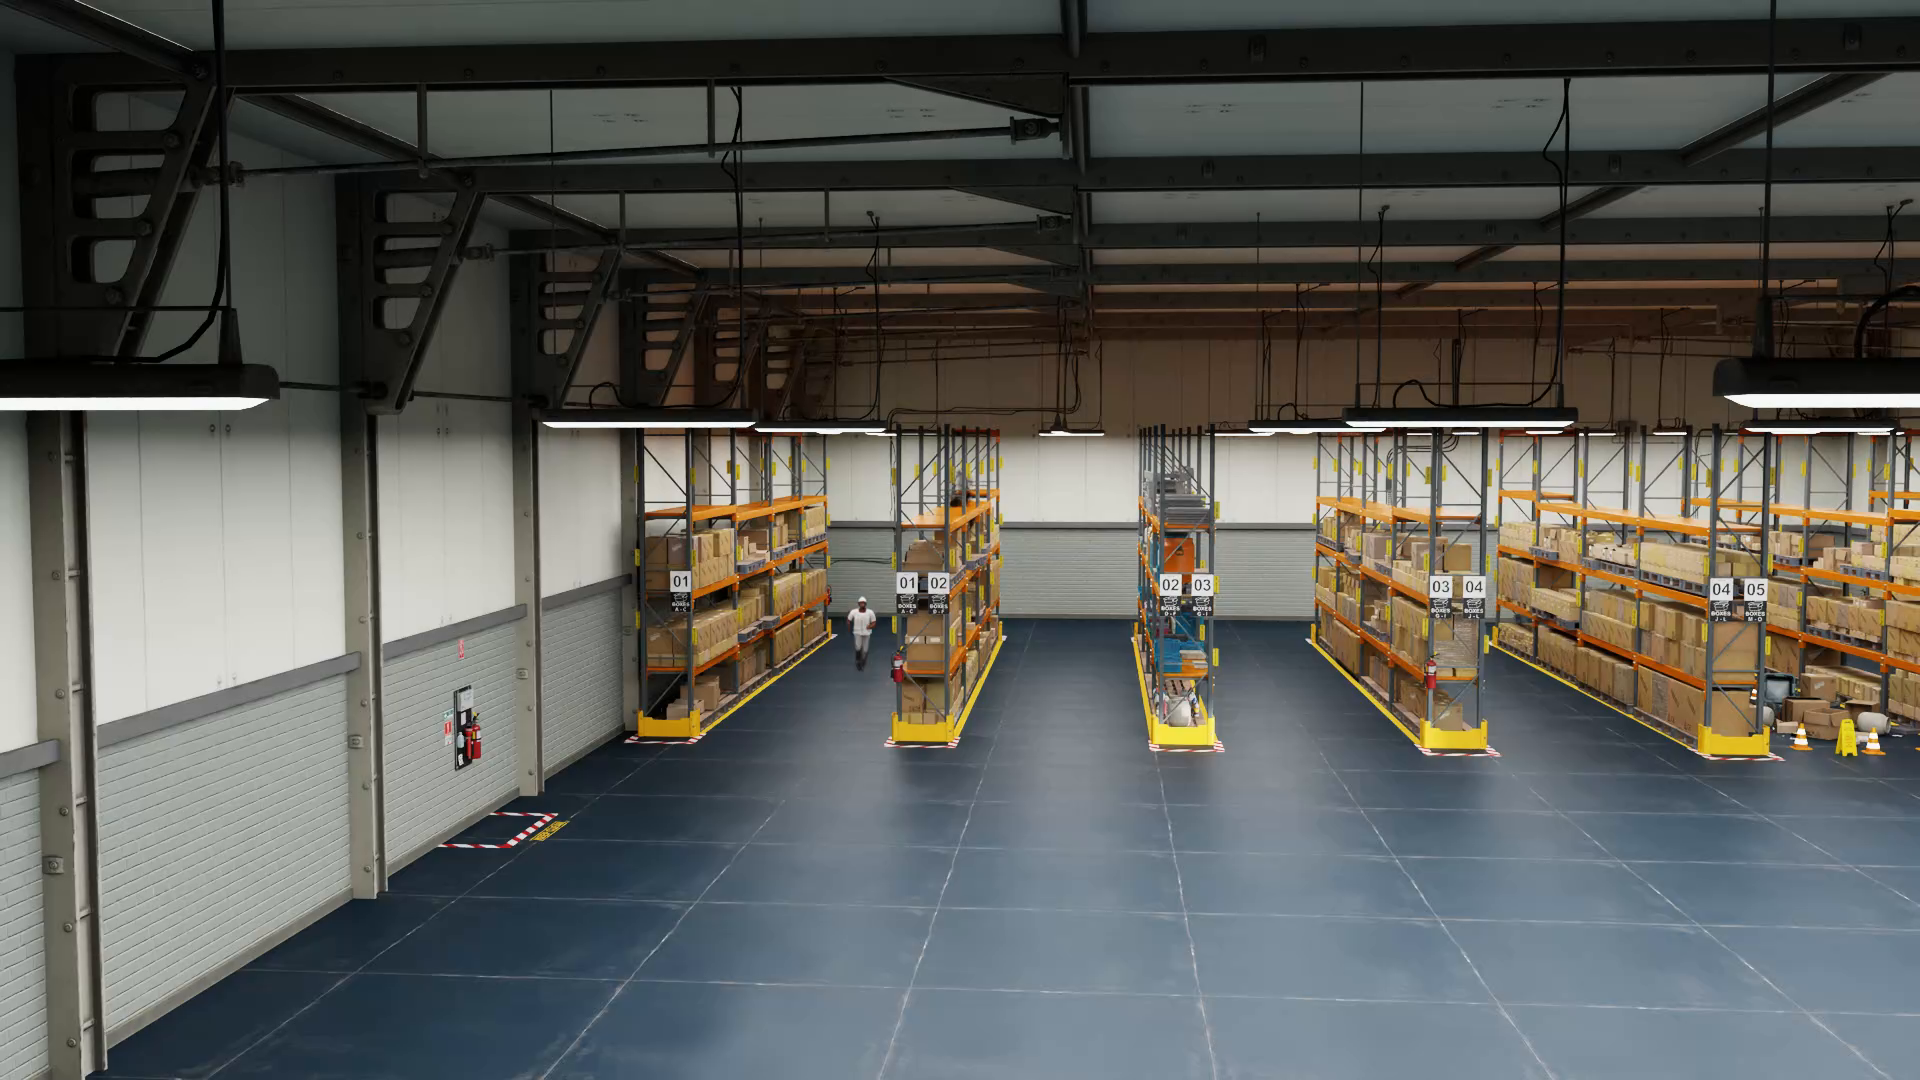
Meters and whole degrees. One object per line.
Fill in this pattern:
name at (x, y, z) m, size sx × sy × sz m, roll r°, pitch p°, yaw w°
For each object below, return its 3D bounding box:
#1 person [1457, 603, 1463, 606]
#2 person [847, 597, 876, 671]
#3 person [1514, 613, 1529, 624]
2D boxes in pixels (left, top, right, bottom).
person at (13.589, 2.168, 45.134) m, size 0.603 × 1.620 × 0.573 m, roll 1°, pitch 4°, yaw 9°
person at (-2.289, 2.206, 38.735) m, size 0.690 × 1.744 × 0.597 m, roll 0°, pitch 3°, yaw -5°
person at (15.946, 1.967, 47.195) m, size 0.915 × 1.745 × 0.730 m, roll 2°, pitch 4°, yaw 36°
